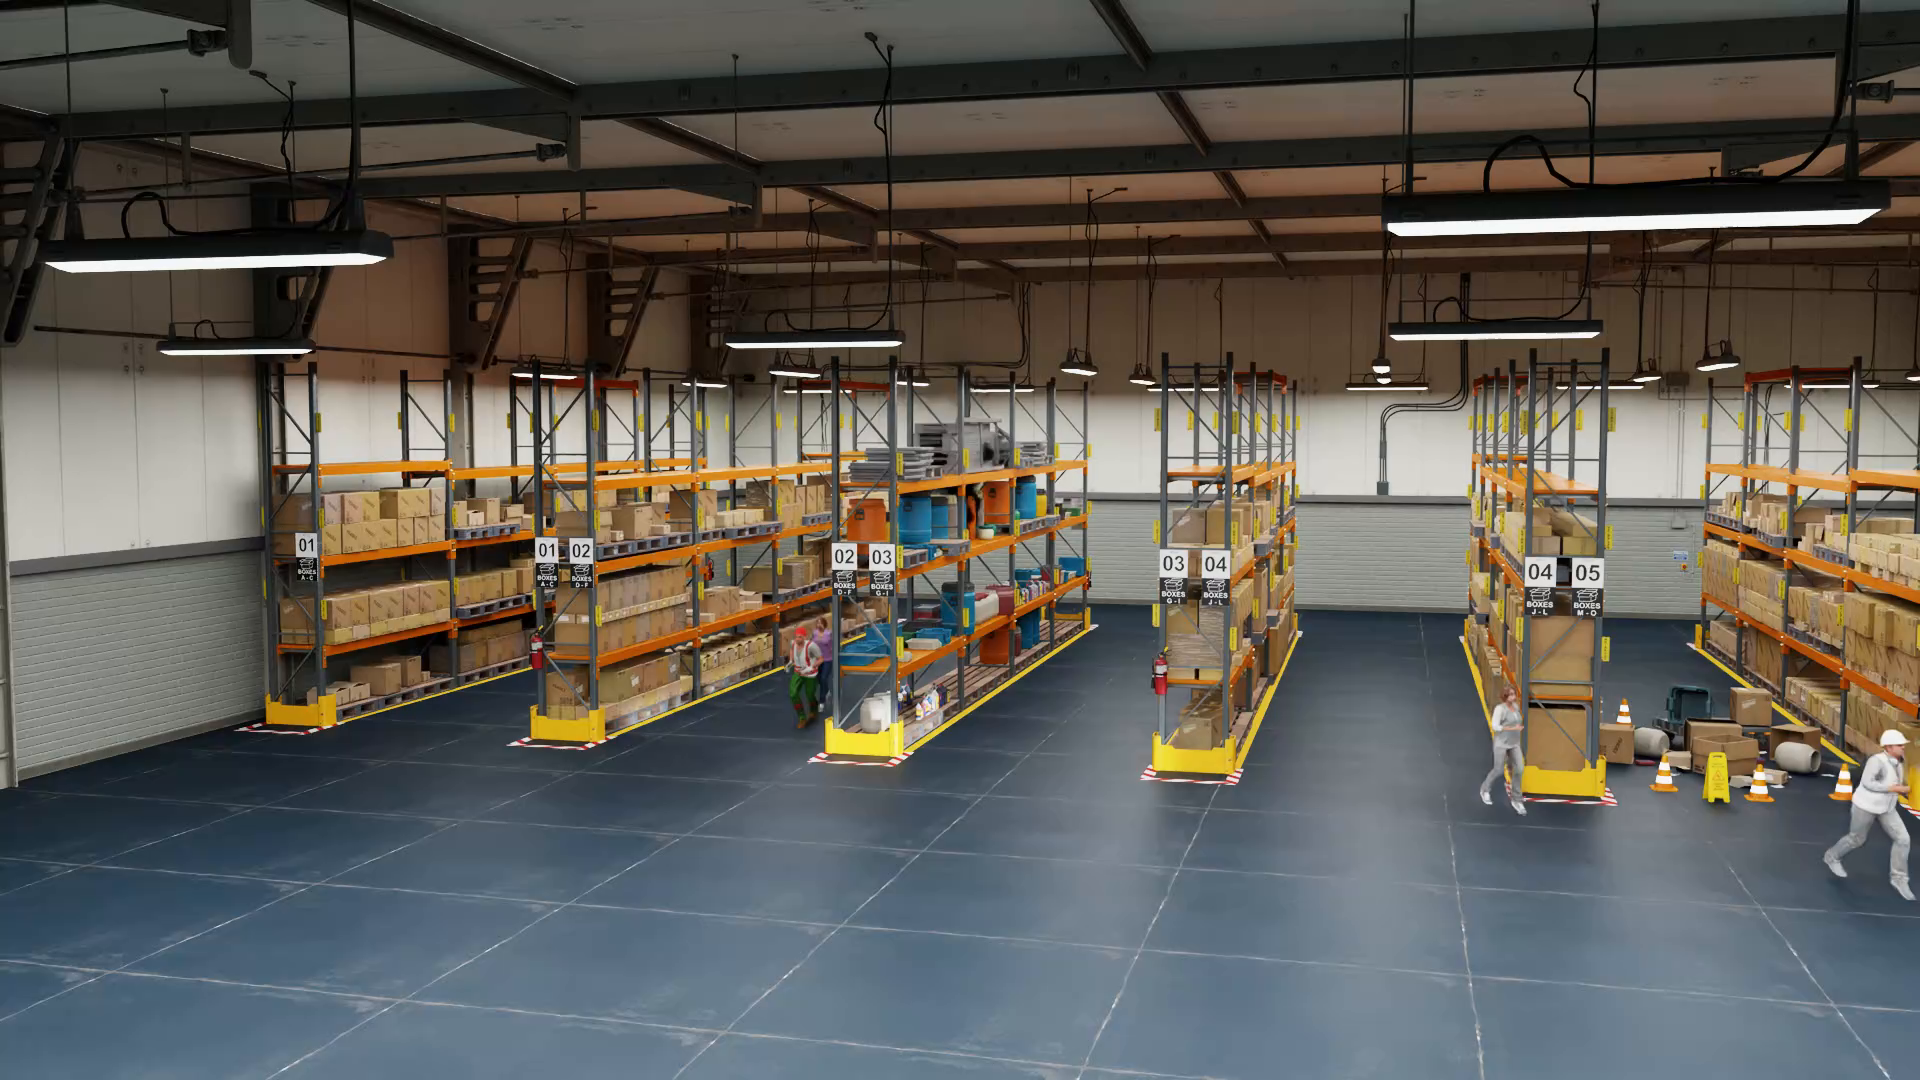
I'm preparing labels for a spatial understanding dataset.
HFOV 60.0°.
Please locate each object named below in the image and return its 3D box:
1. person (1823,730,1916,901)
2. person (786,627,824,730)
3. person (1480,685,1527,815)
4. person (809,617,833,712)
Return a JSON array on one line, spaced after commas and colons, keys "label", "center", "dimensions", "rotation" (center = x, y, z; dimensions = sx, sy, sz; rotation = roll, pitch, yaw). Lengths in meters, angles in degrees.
[{"label": "person", "center": [9.754, 2.884, 17.820], "dimensions": [0.657, 1.786, 1.013], "rotation": [-2, 4, -24]}, {"label": "person", "center": [-2.509, 2.245, 27.527], "dimensions": [0.673, 1.714, 0.987], "rotation": [2, 4, 22]}, {"label": "person", "center": [7.029, 2.689, 21.472], "dimensions": [0.566, 1.648, 0.743], "rotation": [-2, 4, -26]}, {"label": "person", "center": [-2.414, 2.140, 29.072], "dimensions": [0.542, 1.607, 0.873], "rotation": [1, 4, 12]}]
